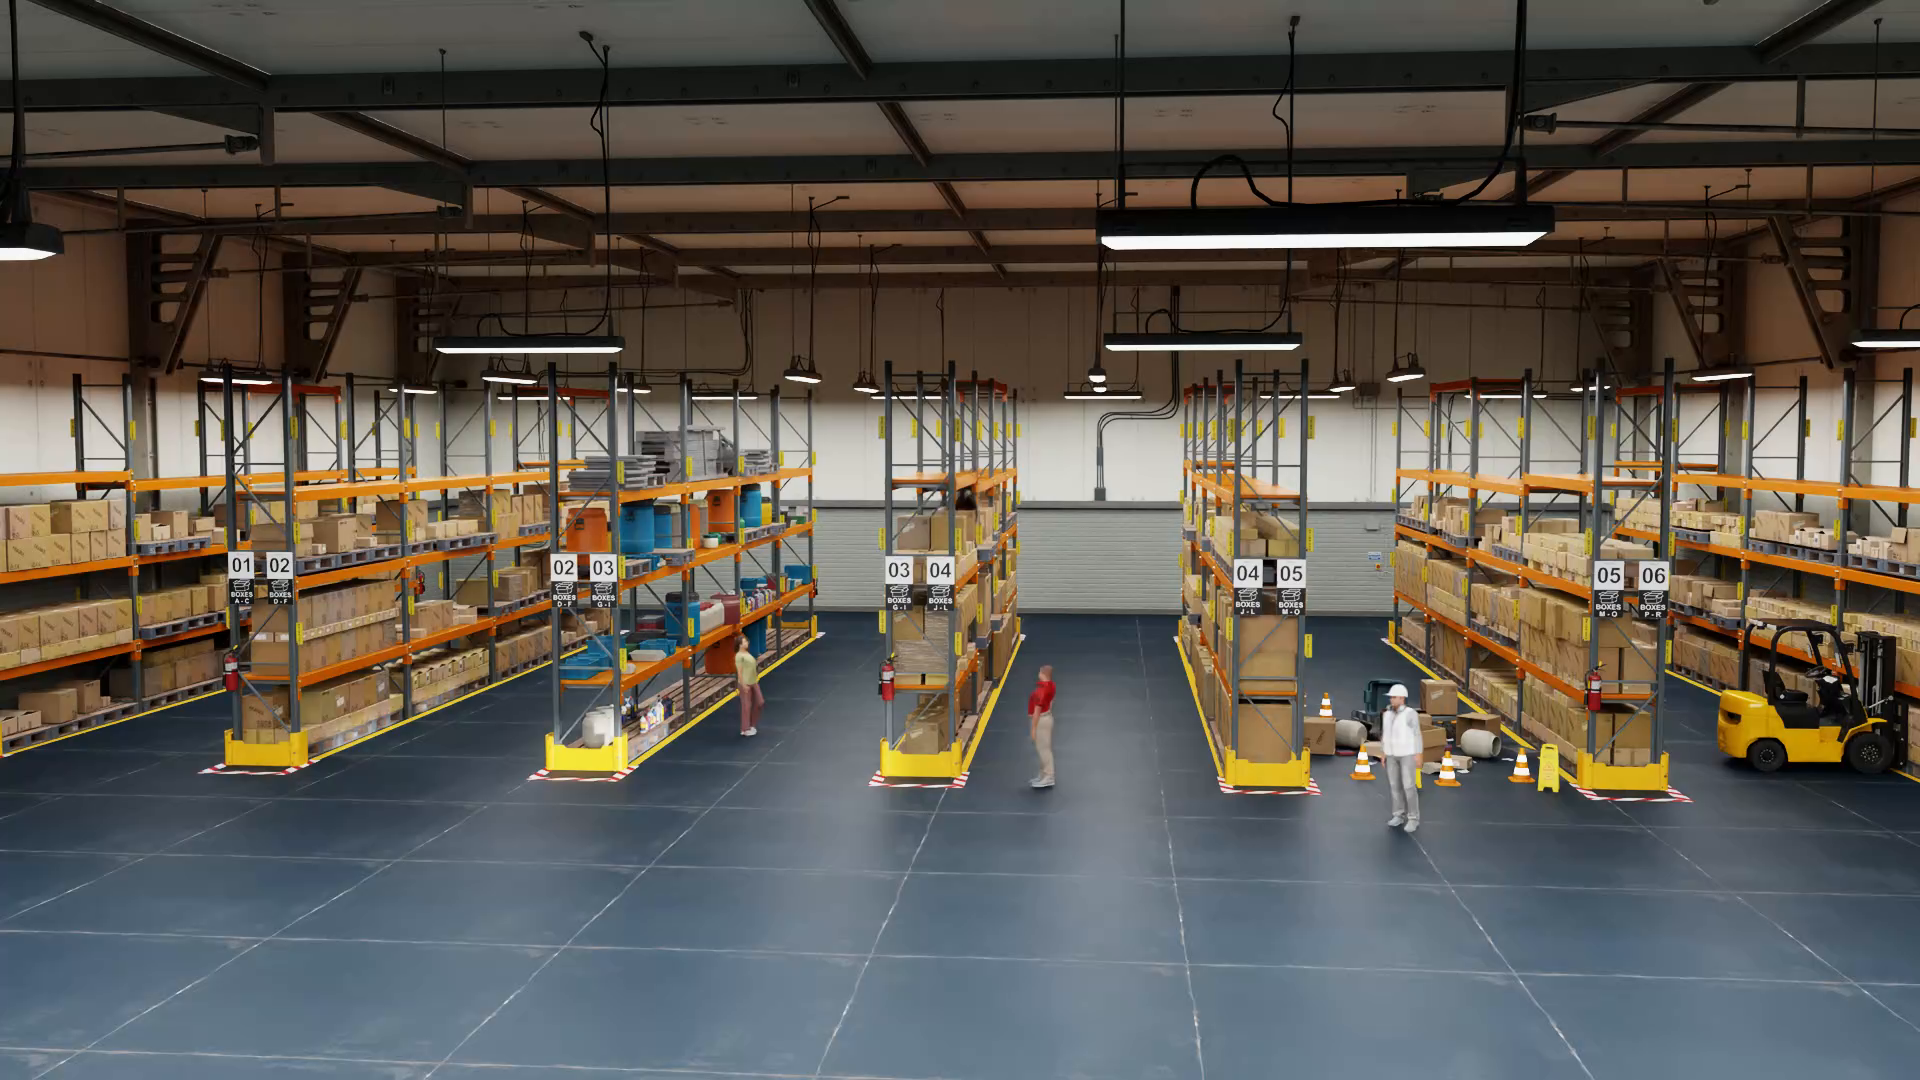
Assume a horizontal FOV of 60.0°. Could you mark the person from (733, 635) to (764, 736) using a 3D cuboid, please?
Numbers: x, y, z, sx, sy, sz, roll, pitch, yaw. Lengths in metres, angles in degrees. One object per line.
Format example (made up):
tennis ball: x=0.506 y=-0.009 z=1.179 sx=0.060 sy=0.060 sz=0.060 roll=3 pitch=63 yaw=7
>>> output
person: x=-3.502 y=2.387 z=27.364 sx=0.423 sy=1.653 sz=0.511 roll=3 pitch=5 yaw=34

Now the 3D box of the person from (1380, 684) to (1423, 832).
person: x=5.568 y=2.737 z=21.046 sx=0.413 sy=1.800 sz=0.624 roll=-3 pitch=5 yaw=-39

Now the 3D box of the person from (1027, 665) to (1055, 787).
person: x=1.140 y=2.614 z=23.459 sx=0.405 sy=1.742 sz=0.671 roll=0 pitch=4 yaw=2
